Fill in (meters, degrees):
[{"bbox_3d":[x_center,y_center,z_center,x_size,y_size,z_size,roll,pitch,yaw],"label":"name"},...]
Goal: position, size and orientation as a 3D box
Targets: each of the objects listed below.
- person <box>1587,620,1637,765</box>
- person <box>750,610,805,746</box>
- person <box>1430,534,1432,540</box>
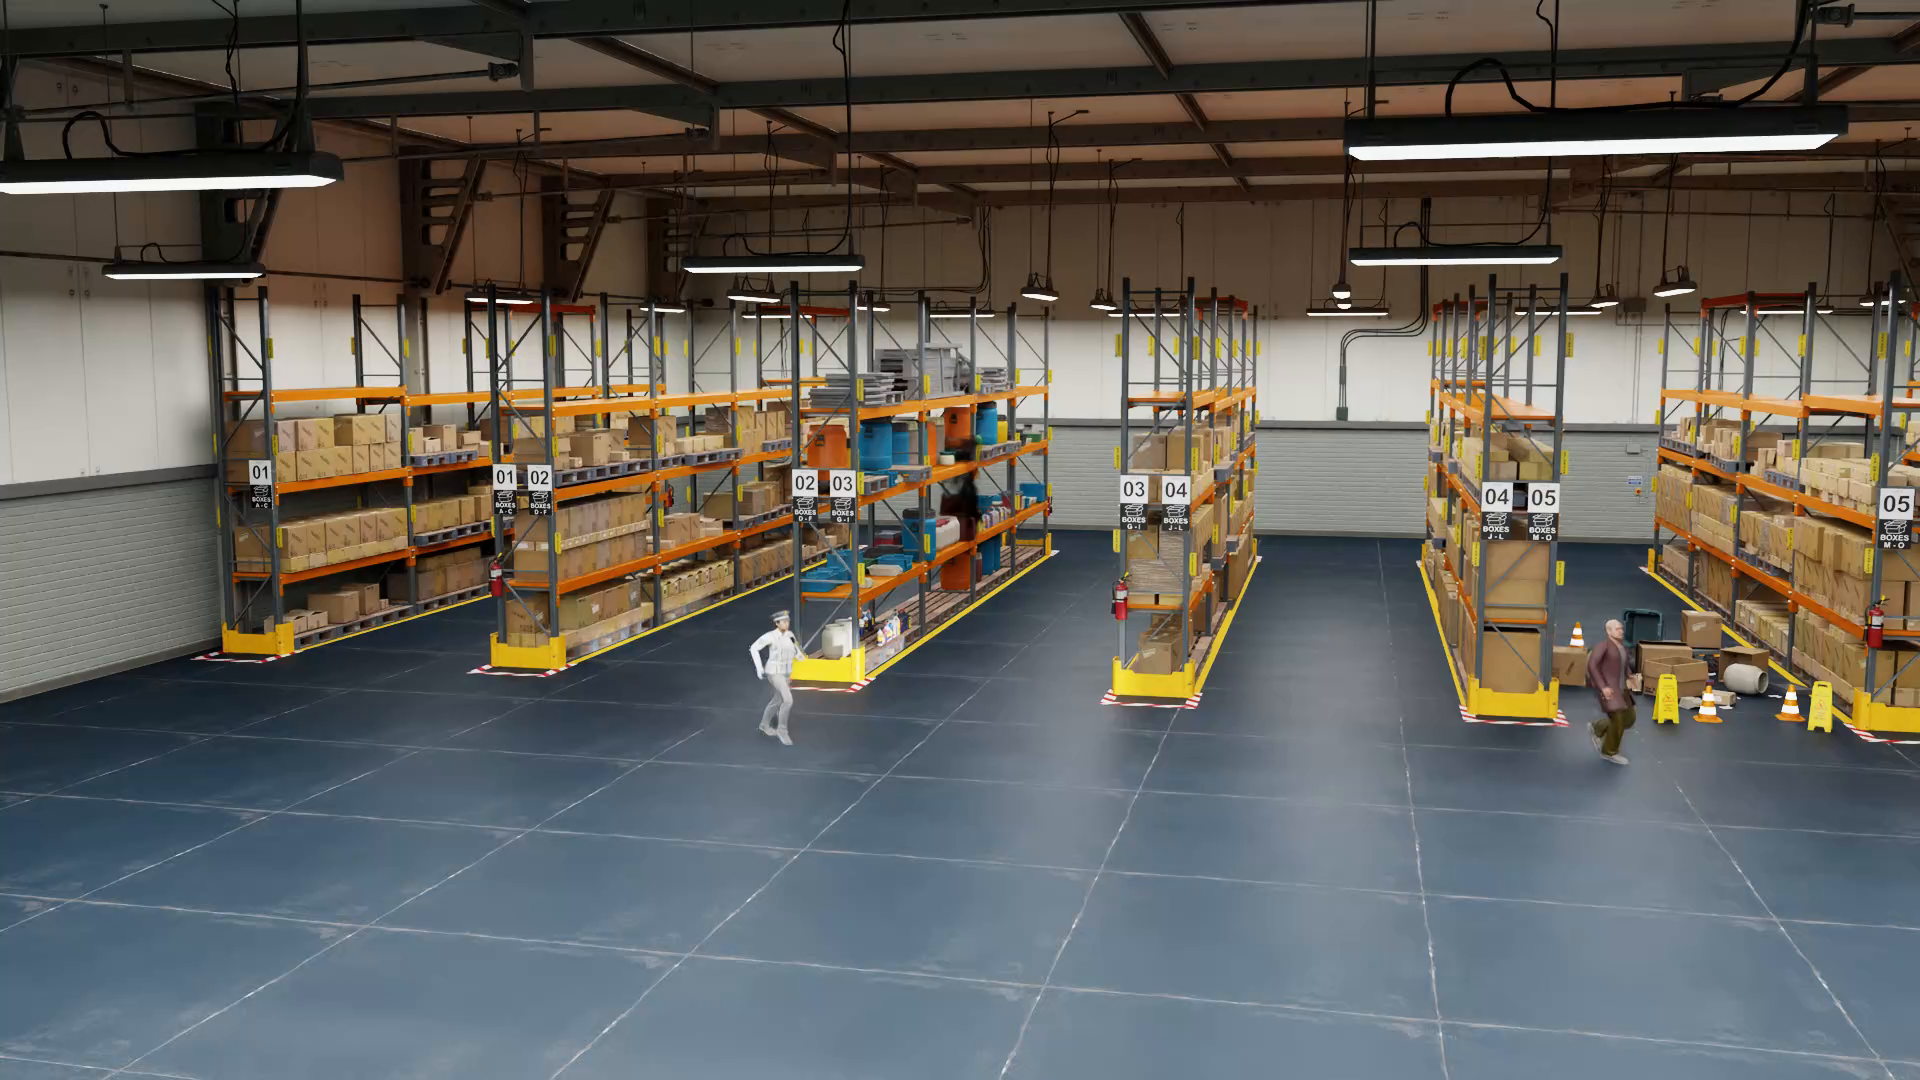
[{"bbox_3d":[7.914,1.833,20.243,0.748,1.751,0.593,-5,9,-40],"label":"person"},{"bbox_3d":[-2.293,1.703,21.171,0.812,1.657,0.573,5,8,35],"label":"person"},{"bbox_3d":[11.320,-0.260,39.226,0.745,1.617,0.652,-1,7,-5],"label":"person"}]
